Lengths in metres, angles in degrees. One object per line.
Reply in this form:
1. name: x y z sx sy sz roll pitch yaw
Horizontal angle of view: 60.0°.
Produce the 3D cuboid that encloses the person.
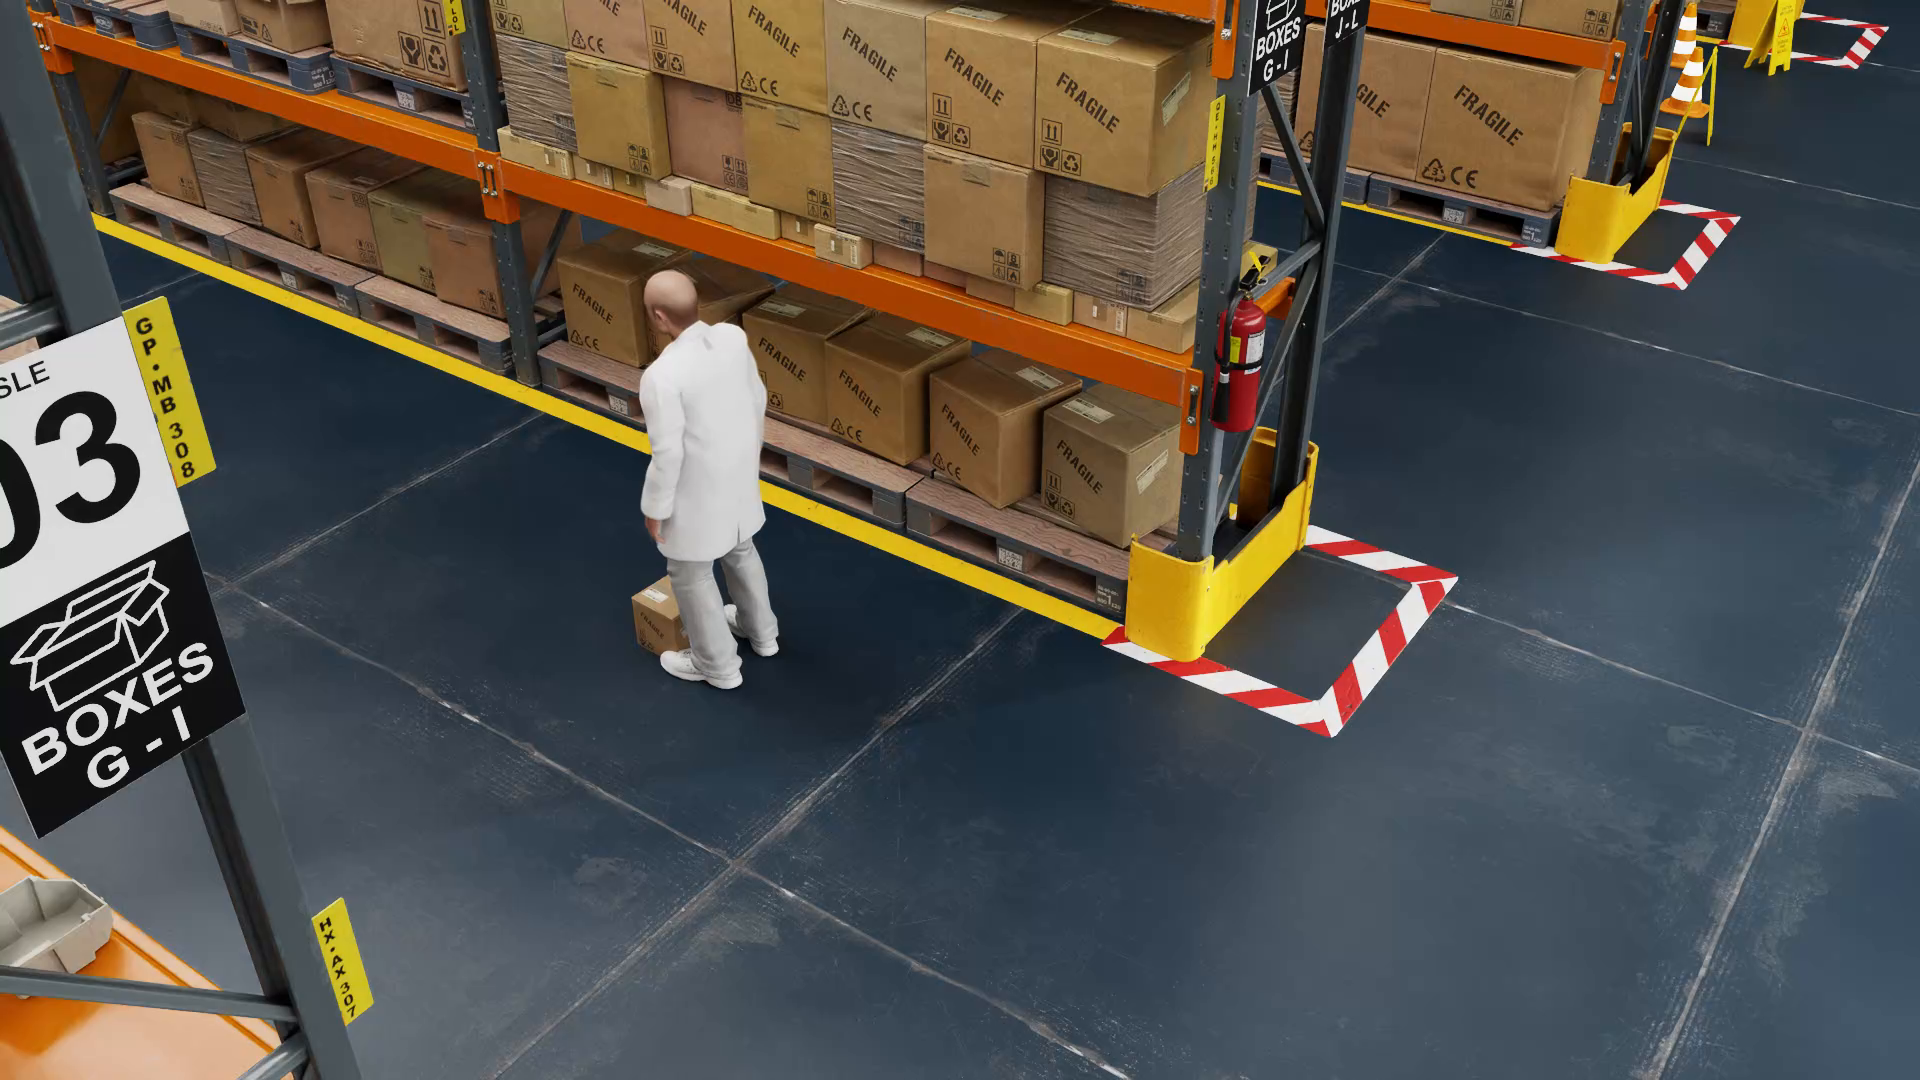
1. person: -0.992 -0.222 6.484 0.418 1.774 0.648 21 39 28
